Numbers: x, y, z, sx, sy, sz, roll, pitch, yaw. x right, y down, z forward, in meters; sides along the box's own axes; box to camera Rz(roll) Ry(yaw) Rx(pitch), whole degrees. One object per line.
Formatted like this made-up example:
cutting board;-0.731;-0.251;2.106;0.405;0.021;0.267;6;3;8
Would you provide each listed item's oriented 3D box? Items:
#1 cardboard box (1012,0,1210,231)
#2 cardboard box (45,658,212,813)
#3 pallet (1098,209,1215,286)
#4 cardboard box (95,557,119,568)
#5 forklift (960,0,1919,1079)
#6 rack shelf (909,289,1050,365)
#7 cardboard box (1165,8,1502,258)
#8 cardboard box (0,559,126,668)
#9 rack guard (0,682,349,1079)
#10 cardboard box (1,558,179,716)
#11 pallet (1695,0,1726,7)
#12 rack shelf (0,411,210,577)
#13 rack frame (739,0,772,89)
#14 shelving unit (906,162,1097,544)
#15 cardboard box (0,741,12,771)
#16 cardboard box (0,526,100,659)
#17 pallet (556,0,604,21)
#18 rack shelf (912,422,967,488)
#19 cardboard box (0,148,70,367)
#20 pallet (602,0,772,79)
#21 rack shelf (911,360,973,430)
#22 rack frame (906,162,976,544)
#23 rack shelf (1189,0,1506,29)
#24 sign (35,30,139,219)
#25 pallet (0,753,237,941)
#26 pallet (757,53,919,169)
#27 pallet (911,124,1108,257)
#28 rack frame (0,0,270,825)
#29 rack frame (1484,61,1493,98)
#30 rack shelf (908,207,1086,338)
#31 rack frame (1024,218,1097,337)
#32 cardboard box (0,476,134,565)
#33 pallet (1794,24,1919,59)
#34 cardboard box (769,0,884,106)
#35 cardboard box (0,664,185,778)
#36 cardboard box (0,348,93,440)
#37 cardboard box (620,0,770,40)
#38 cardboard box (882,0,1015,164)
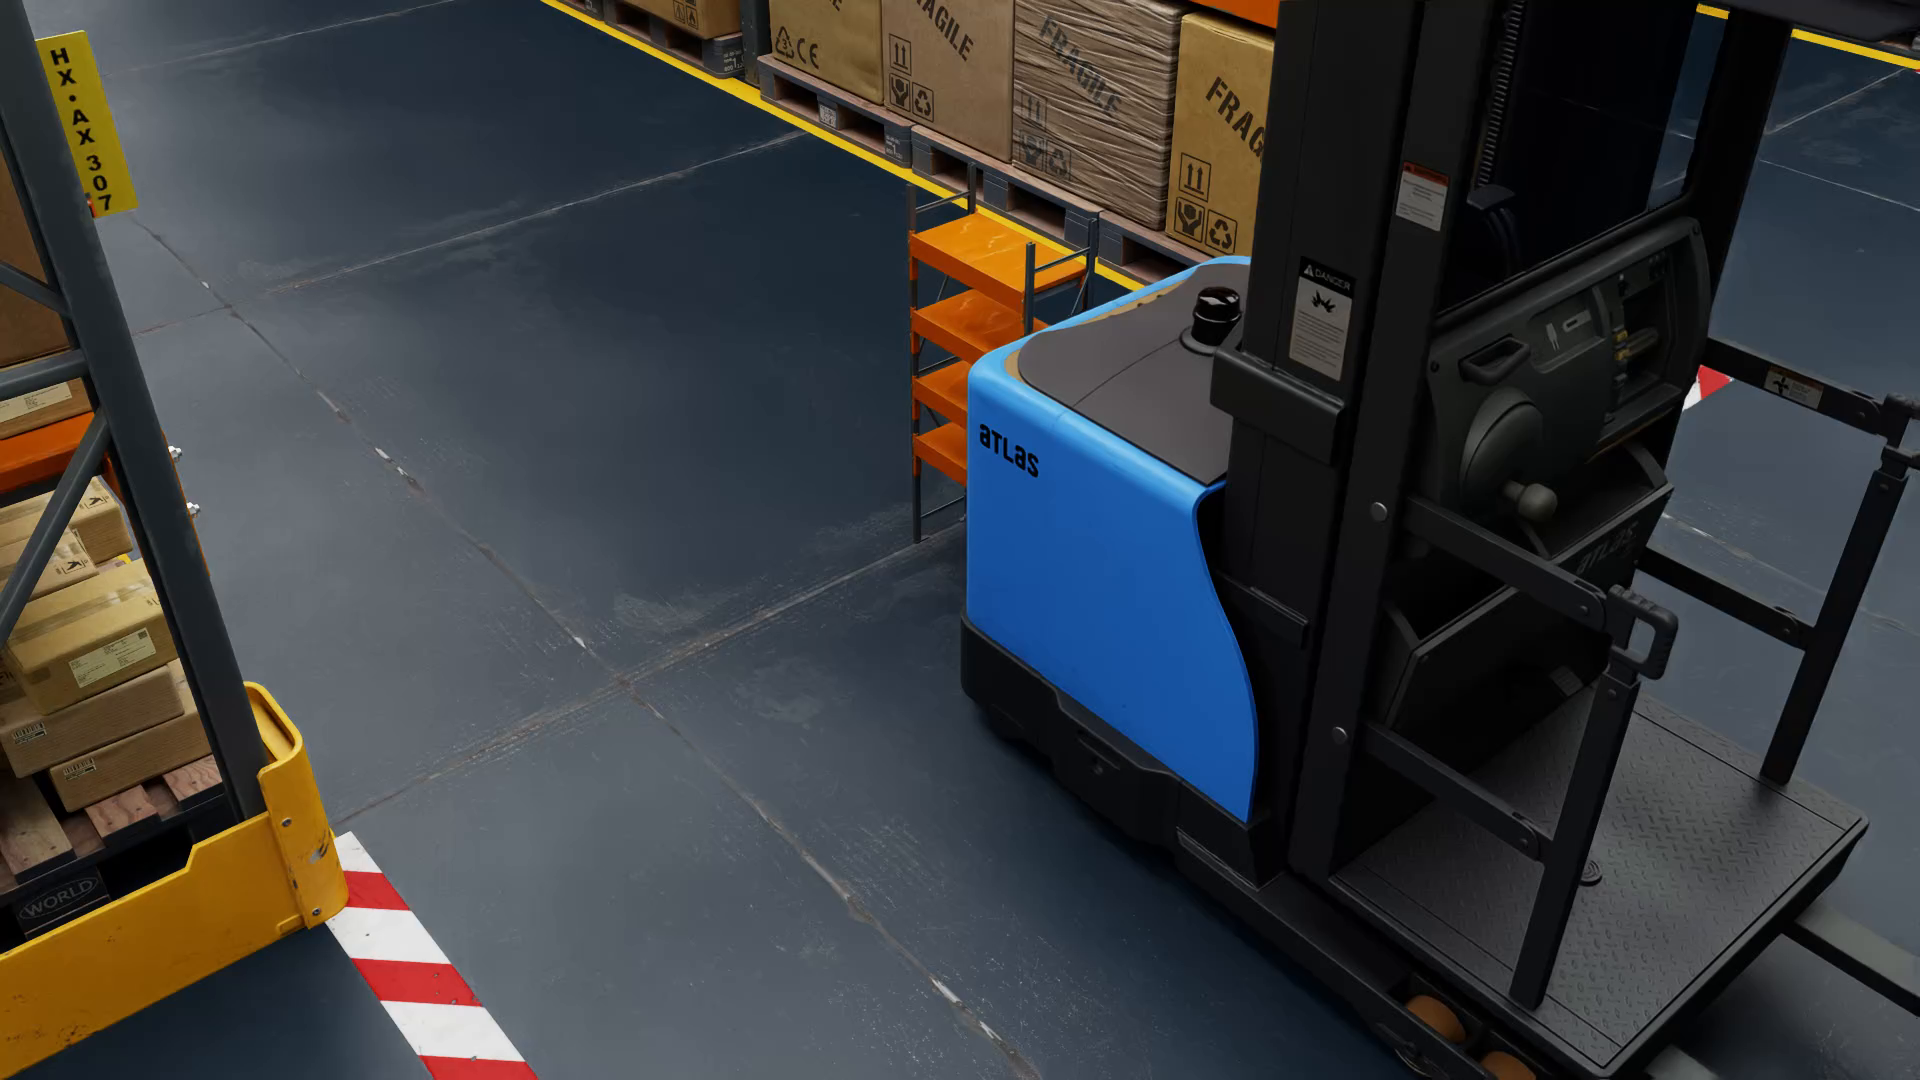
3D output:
cardboard box;0.833;-1.935;6.862;0.875;0.875;0.875;-26;43;-32
cardboard box;-2.053;0.471;4.094;0.380;0.149;0.250;-25;42;-31
pallet;1.319;-1.162;6.708;1.003;0.211;1.213;-26;43;-32
cardboard box;-2.531;0.125;4.582;0.380;0.149;0.250;-25;43;-31
forklift;1.337;-0.284;3.115;1.130;2.935;3.031;-26;43;-32
rack shelf;0.107;-0.544;4.710;0.258;0.148;0.480;-26;43;-32
cardboard box;1.421;-1.533;6.294;0.875;0.875;0.875;-26;43;-32
cardboard box;-2.235;0.231;4.175;0.380;0.149;0.250;-26;43;-32
rack guard;-2.008;0.816;3.666;1.175;0.500;0.348;-26;43;-32
cardboard box;-2.038;0.220;3.932;0.380;0.149;0.250;-28;44;-34
pallet;4.393;-3.602;10.154;1.003;0.211;1.213;-26;43;-32
rack shelf;-3.250;-0.760;4.350;1.077;0.370;4.000;-26;43;-32
rack frame;-0.687;-3.742;7.938;1.000;3.000;0.127;-26;43;-32
shelving unit;0.107;-0.417;4.800;0.258;1.200;0.503;-26;43;-32
cardboard box;-2.285;0.386;4.214;0.380;0.149;0.250;-26;43;-32
cardboard box;-2.308;0.144;4.040;0.380;0.149;0.250;-25;42;-31
pallet;-2.034;-3.456;9.947;1.003;0.211;1.213;-26;43;-32
rack shelf;0.107;-0.200;4.954;0.258;0.148;0.480;-26;43;-32
cardboard box;-2.038;-0.634;3.206;0.500;0.500;0.500;-24;42;-30
pallet;-1.242;-2.917;9.186;1.003;0.211;1.213;-26;43;-32
rack shelf;0.107;-0.362;4.839;0.258;0.148;0.480;-26;43;-32
rack frame;-0.051;-0.524;4.952;0.240;1.200;0.015;-26;43;-32
rack shelf;0.604;-2.565;6.900;1.077;0.370;4.000;-26;43;-32
sign;-1.545;-0.726;2.931;0.100;0.325;0.005;-26;43;-32
pallet;-2.506;0.562;4.274;1.003;0.211;1.213;-26;43;-32
pallet;-0.256;-2.239;8.229;1.003;0.211;1.213;-26;43;-32
pallet;0.536;-1.700;7.468;1.003;0.211;1.213;-26;43;-32
rack frame;-1.959;-0.171;2.896;1.000;3.000;0.127;-26;43;-32
rack frame;1.895;-1.976;5.445;1.000;3.000;0.127;-26;43;-32
rack shelf;0.107;-0.737;4.573;0.258;0.148;0.480;-26;43;-32
rack frame;0.264;-0.309;4.648;0.240;1.200;0.015;-26;43;-32
cardboard box;-2.373;-0.015;4.265;0.380;0.149;0.250;-26;43;-32
pallet;5.176;-3.064;9.394;1.003;0.211;1.213;-26;43;-32
cardboard box;-0.322;-2.725;7.978;0.875;0.875;0.875;-26;43;-32
cardboard box;-2.101;0.373;3.974;0.380;0.149;0.250;-24;42;-30
cardboard box;-1.918;-0.333;3.343;0.380;0.149;0.250;-26;43;-32
cardboard box;-1.115;-3.321;8.820;1.225;0.875;0.875;-26;43;-32
cardboard box;0.259;-2.328;7.416;0.875;0.875;0.875;-26;43;-32
